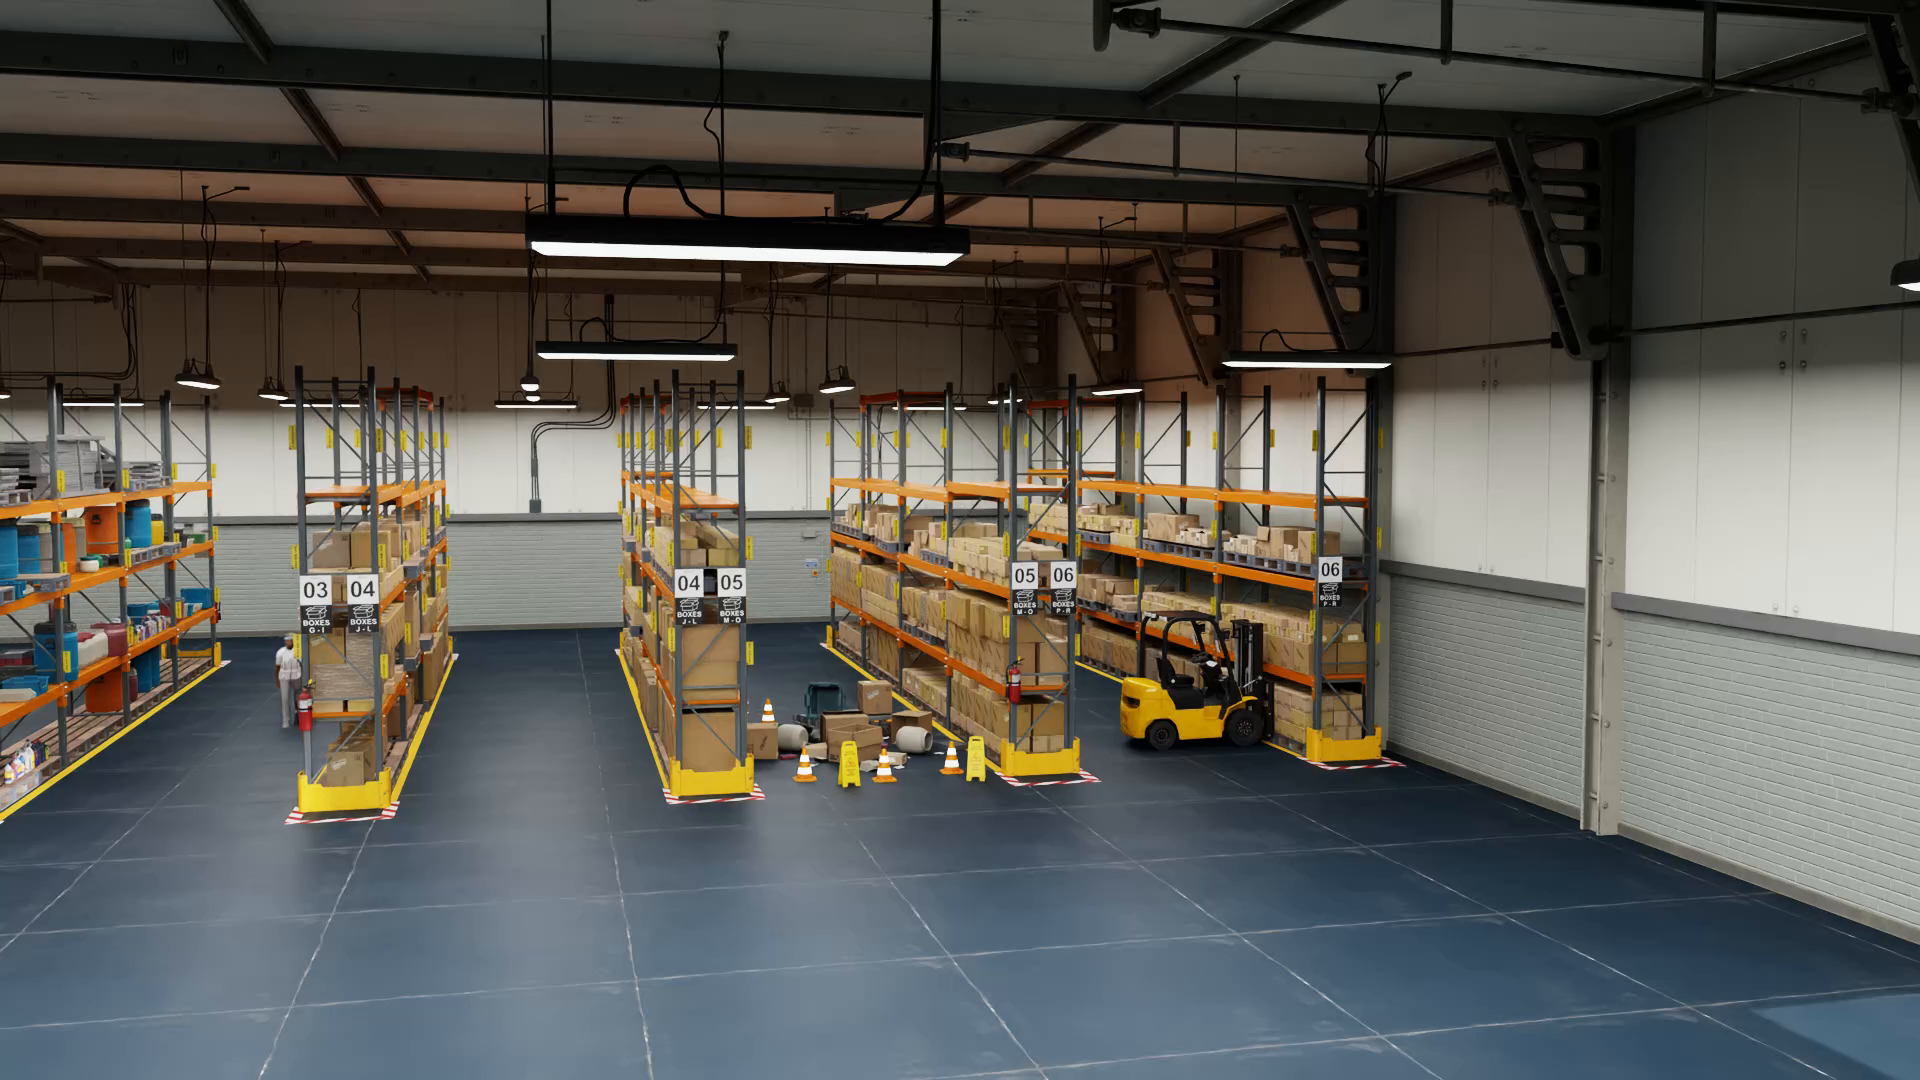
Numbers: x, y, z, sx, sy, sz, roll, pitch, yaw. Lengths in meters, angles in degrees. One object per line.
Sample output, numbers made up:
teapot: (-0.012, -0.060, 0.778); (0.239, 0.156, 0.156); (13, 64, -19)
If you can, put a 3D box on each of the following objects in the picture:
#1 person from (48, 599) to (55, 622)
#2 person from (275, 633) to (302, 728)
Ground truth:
person: (-19.871, 2.028, 36.392); (0.811, 1.571, 0.609); (-2, 4, -33)
person: (-11.736, 2.427, 29.188); (0.555, 1.627, 1.033); (-1, 4, -17)
